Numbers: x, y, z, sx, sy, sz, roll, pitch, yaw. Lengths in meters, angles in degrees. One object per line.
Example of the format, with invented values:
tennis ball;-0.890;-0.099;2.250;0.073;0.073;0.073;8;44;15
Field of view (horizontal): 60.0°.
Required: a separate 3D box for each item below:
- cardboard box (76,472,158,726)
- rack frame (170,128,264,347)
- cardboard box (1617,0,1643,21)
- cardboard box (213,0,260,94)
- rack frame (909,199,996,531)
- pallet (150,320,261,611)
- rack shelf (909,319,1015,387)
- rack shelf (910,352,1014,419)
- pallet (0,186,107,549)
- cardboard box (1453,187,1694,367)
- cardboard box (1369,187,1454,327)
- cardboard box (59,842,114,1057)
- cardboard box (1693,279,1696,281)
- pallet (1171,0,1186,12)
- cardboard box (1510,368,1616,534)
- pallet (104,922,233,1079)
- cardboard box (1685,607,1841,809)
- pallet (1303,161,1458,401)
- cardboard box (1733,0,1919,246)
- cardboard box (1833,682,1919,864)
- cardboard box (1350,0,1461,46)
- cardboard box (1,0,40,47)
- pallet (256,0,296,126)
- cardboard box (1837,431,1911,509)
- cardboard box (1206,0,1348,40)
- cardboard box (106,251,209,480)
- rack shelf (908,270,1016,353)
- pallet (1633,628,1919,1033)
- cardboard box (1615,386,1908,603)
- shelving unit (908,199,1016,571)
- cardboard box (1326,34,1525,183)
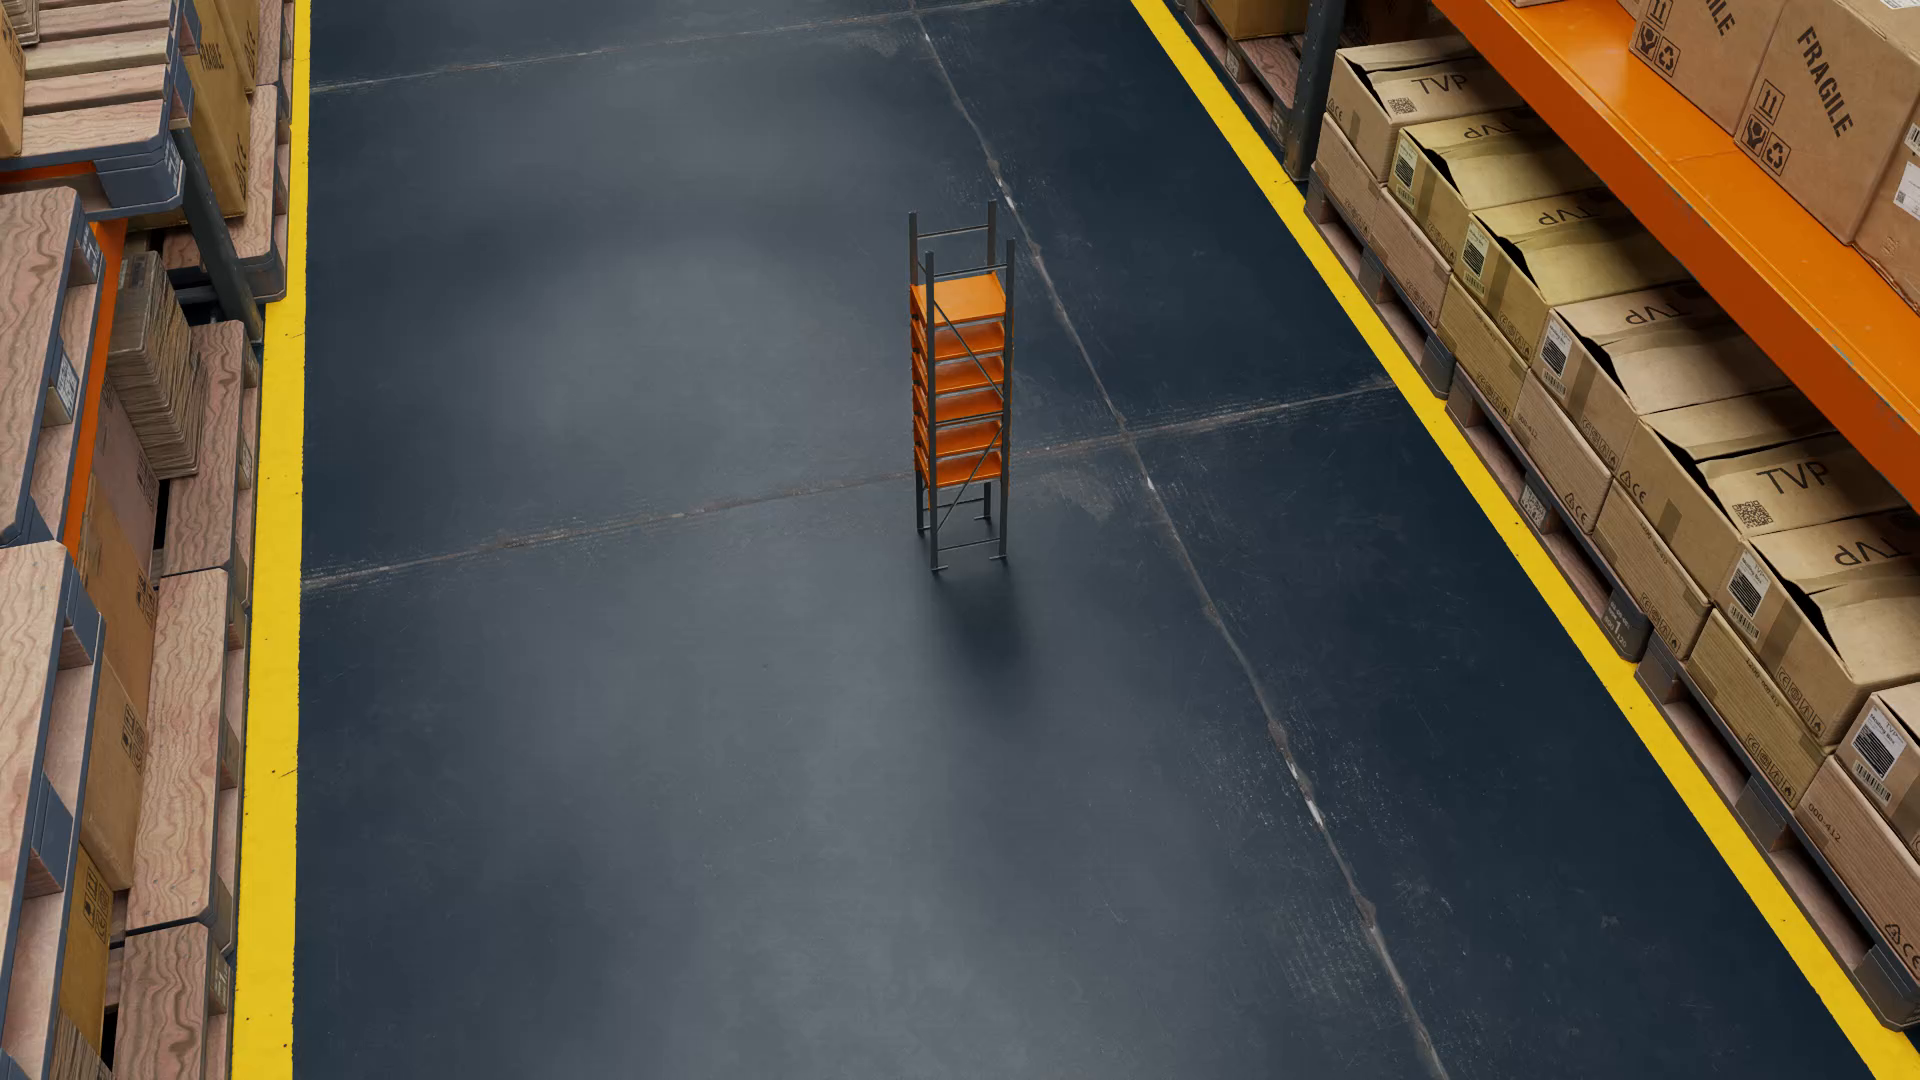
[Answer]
cardboard box;-2.577;0.227;4.370;0.700;0.500;0.500;-11;47;-11
rack frame;-2.986;-1.696;4.812;1.000;3.000;0.127;-11;47;-10
cardboard box;2.183;-1.647;4.939;0.380;0.149;0.250;-8;46;-7
cardboard box;-3.265;-2.229;6.545;0.750;0.750;0.750;-11;47;-11
rack frame;-0.020;-0.473;4.874;0.240;1.200;0.006;-11;47;-10
pallet;-2.787;-0.181;5.279;1.003;0.211;1.213;-11;47;-10
rack shelf;0.004;-0.547;4.672;0.258;0.103;0.180;-11;47;-10
rack shelf;0.004;-0.463;4.758;0.258;0.103;0.180;-11;47;-10
pallet;-2.439;-0.270;3.549;1.003;0.211;1.213;-11;47;-10
cardboard box;1.923;-0.857;5.228;0.500;0.311;0.500;-12;47;-11
cardboard box;1.782;-1.027;5.787;0.500;0.250;0.500;-12;47;-11
cardboard box;-2.347;0.934;3.677;0.700;0.500;0.500;-12;47;-11
cardboard box;2.440;-0.962;5.331;0.500;0.311;0.500;-11;47;-11
pallet;1.339;-2.992;8.034;1.003;0.211;1.213;-11;47;-10
cardboard box;2.052;-0.315;5.090;0.500;0.250;0.500;-10;46;-10
pallet;-2.162;1.504;3.628;1.003;0.211;1.213;-11;47;-10
cardboard box;2.312;0.390;4.399;0.500;0.250;0.500;-11;47;-11
pallet;1.975;-1.053;6.134;1.003;0.211;1.213;-11;47;-10
cardboard box;2.382;-1.121;4.178;0.500;0.500;0.500;-11;47;-10
cardboard box;2.445;0.549;3.850;0.500;0.311;0.500;-11;47;-10
cardboard box;1.962;-2.250;6.797;0.500;0.500;0.500;-9;46;-9
cardboard box;-2.856;-1.563;4.303;0.700;0.500;0.500;-16;48;-15
pallet;-3.423;-2.119;7.179;1.003;0.211;1.213;-11;47;-10
cardboard box;2.704;-0.258;4.642;0.500;0.311;0.500;-12;47;-12
cardboard box;1.336;-2.487;7.029;0.500;0.500;0.500;-9;46;-9
cardboard box;-2.751;-0.488;5.070;0.700;0.500;0.500;-10;46;-10
rack shelf;0.004;-0.631;4.586;0.258;0.103;0.180;-11;47;-10
pallet;2.600;0.631;4.483;1.003;0.211;1.213;-11;47;-10
cardboard box;2.181;-0.154;4.539;0.500;0.311;0.500;-11;47;-10
shelving unit;0.004;-0.410;4.812;0.258;1.200;0.189;-11;47;-10
cardboard box;1.652;-1.570;5.927;0.500;0.311;0.500;-9;46;-9
